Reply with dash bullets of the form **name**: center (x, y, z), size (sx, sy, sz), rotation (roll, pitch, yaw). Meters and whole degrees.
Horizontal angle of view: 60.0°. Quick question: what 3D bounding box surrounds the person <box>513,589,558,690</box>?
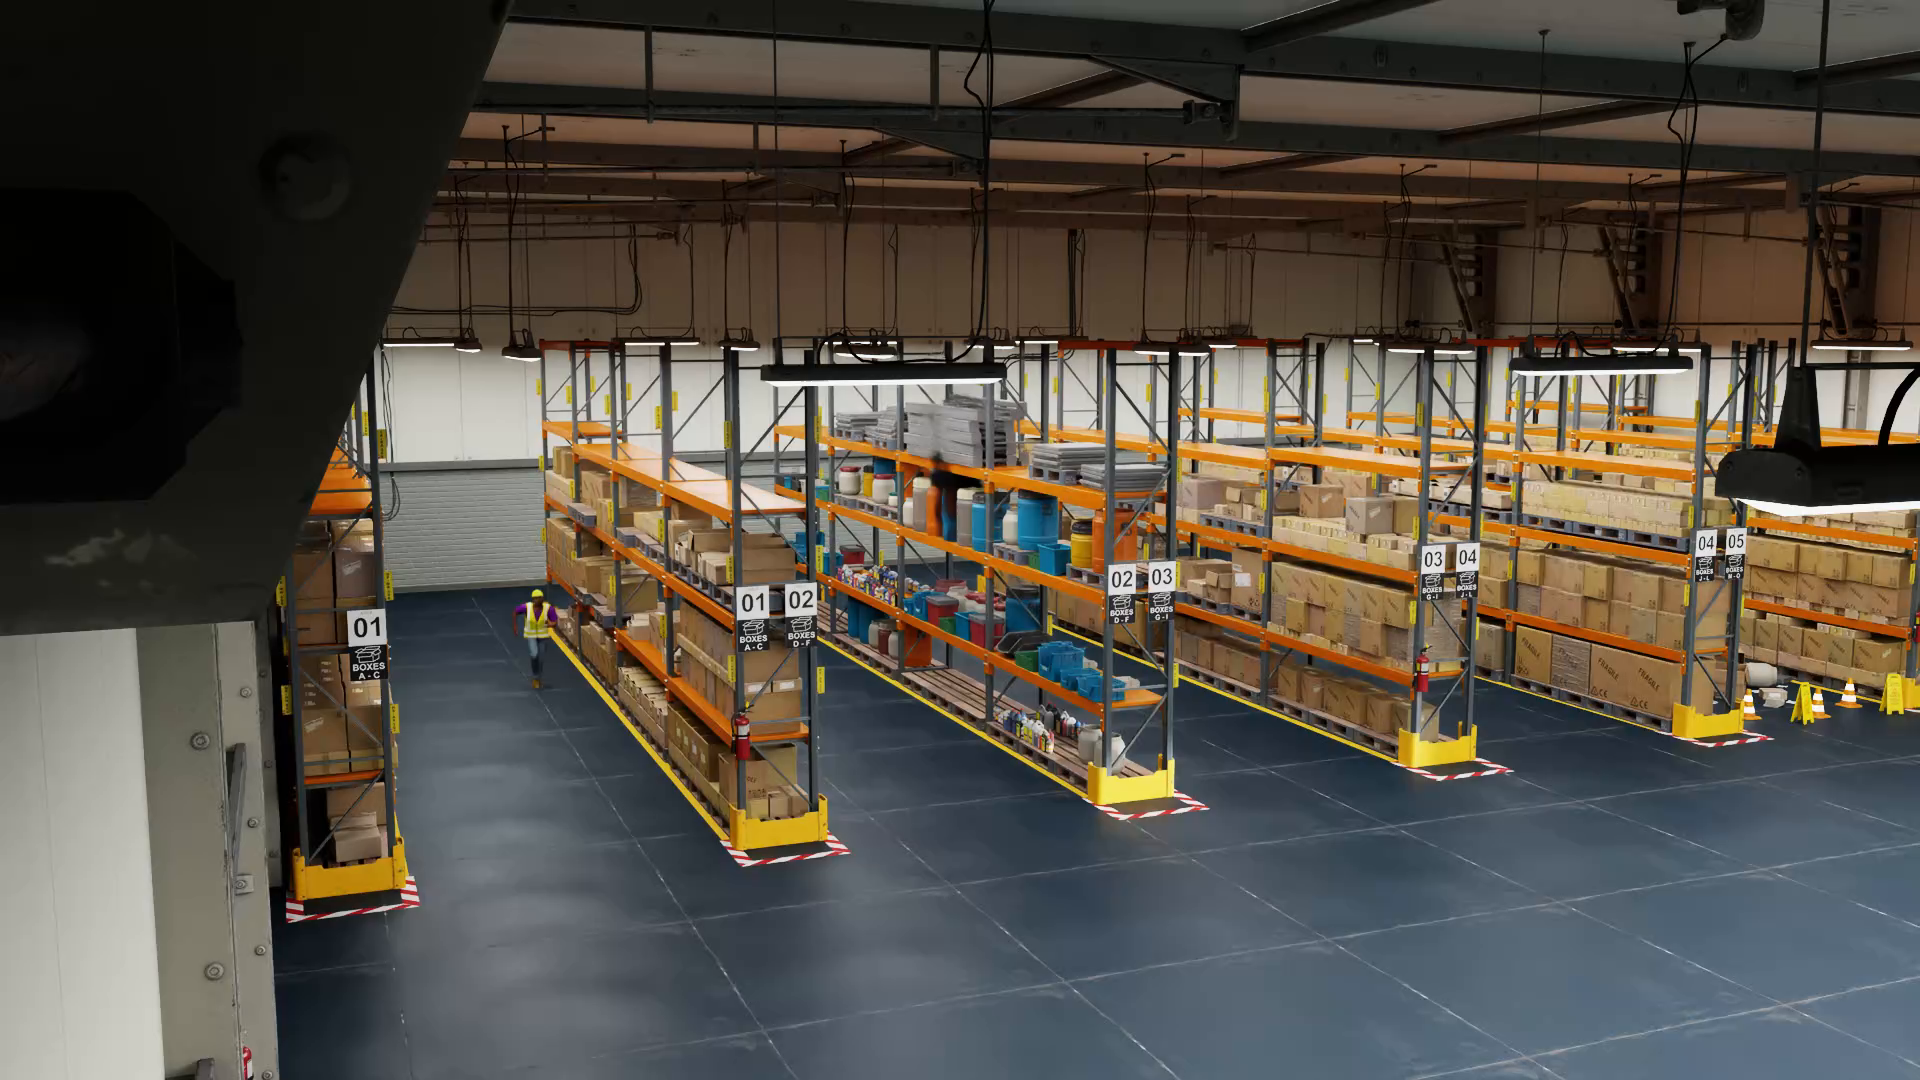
- **person**: center (-7.352, 1.715, 28.859), size (0.733, 1.755, 0.812), rotation (-3, 8, -21)
